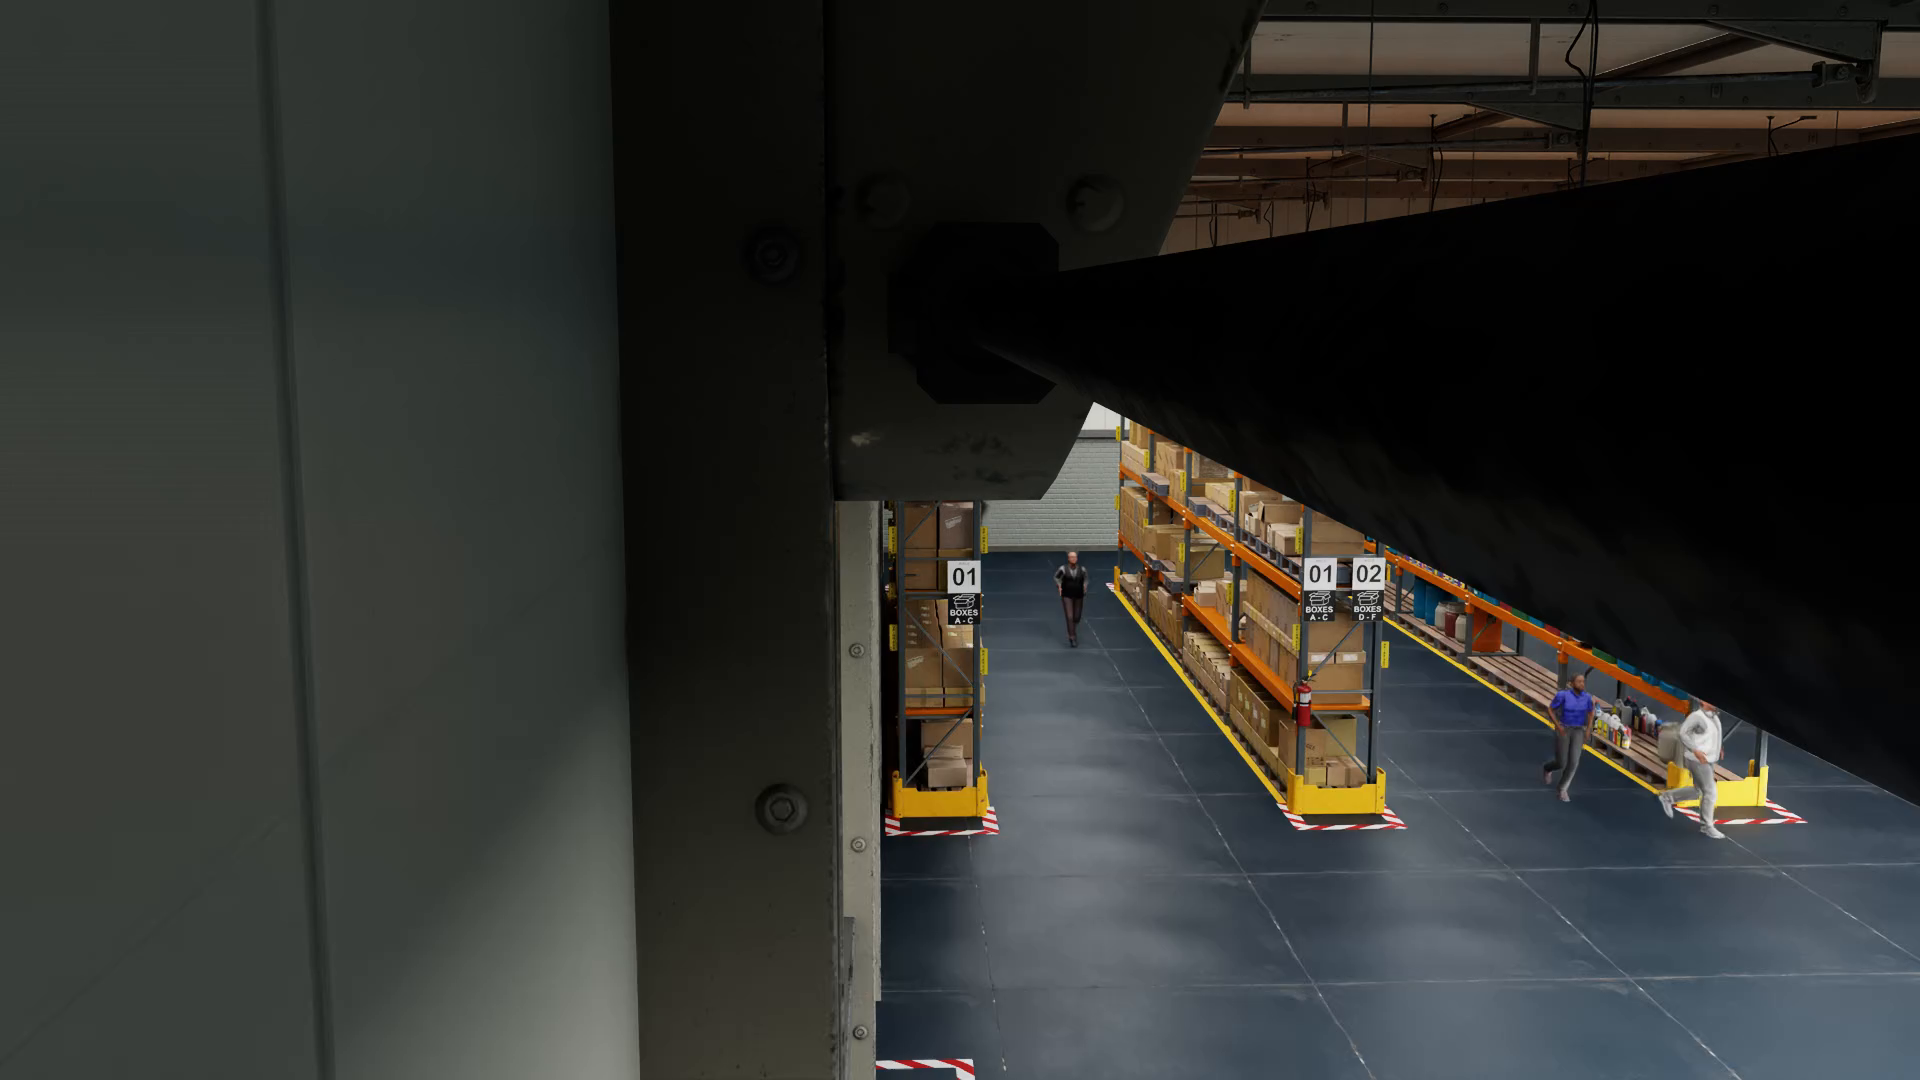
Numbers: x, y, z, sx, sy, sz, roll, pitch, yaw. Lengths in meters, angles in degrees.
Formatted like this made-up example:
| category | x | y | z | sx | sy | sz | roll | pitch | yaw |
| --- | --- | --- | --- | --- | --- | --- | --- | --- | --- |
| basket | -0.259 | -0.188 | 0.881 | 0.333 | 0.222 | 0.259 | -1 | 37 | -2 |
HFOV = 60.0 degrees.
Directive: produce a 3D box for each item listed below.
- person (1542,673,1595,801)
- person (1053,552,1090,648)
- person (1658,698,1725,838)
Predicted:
| category | x | y | z | sx | sy | sz | roll | pitch | yaw |
| --- | --- | --- | --- | --- | --- | --- | --- | --- | --- |
| person | 7.850 | 2.488 | 21.378 | 0.602 | 1.623 | 0.659 | 0 | 8 | -2 |
| person | 2.075 | 1.073 | 30.812 | 0.662 | 1.720 | 0.864 | -1 | 8 | -7 |
| person | 8.844 | 2.620 | 19.959 | 0.848 | 1.773 | 0.682 | 8 | 12 | 44 |
